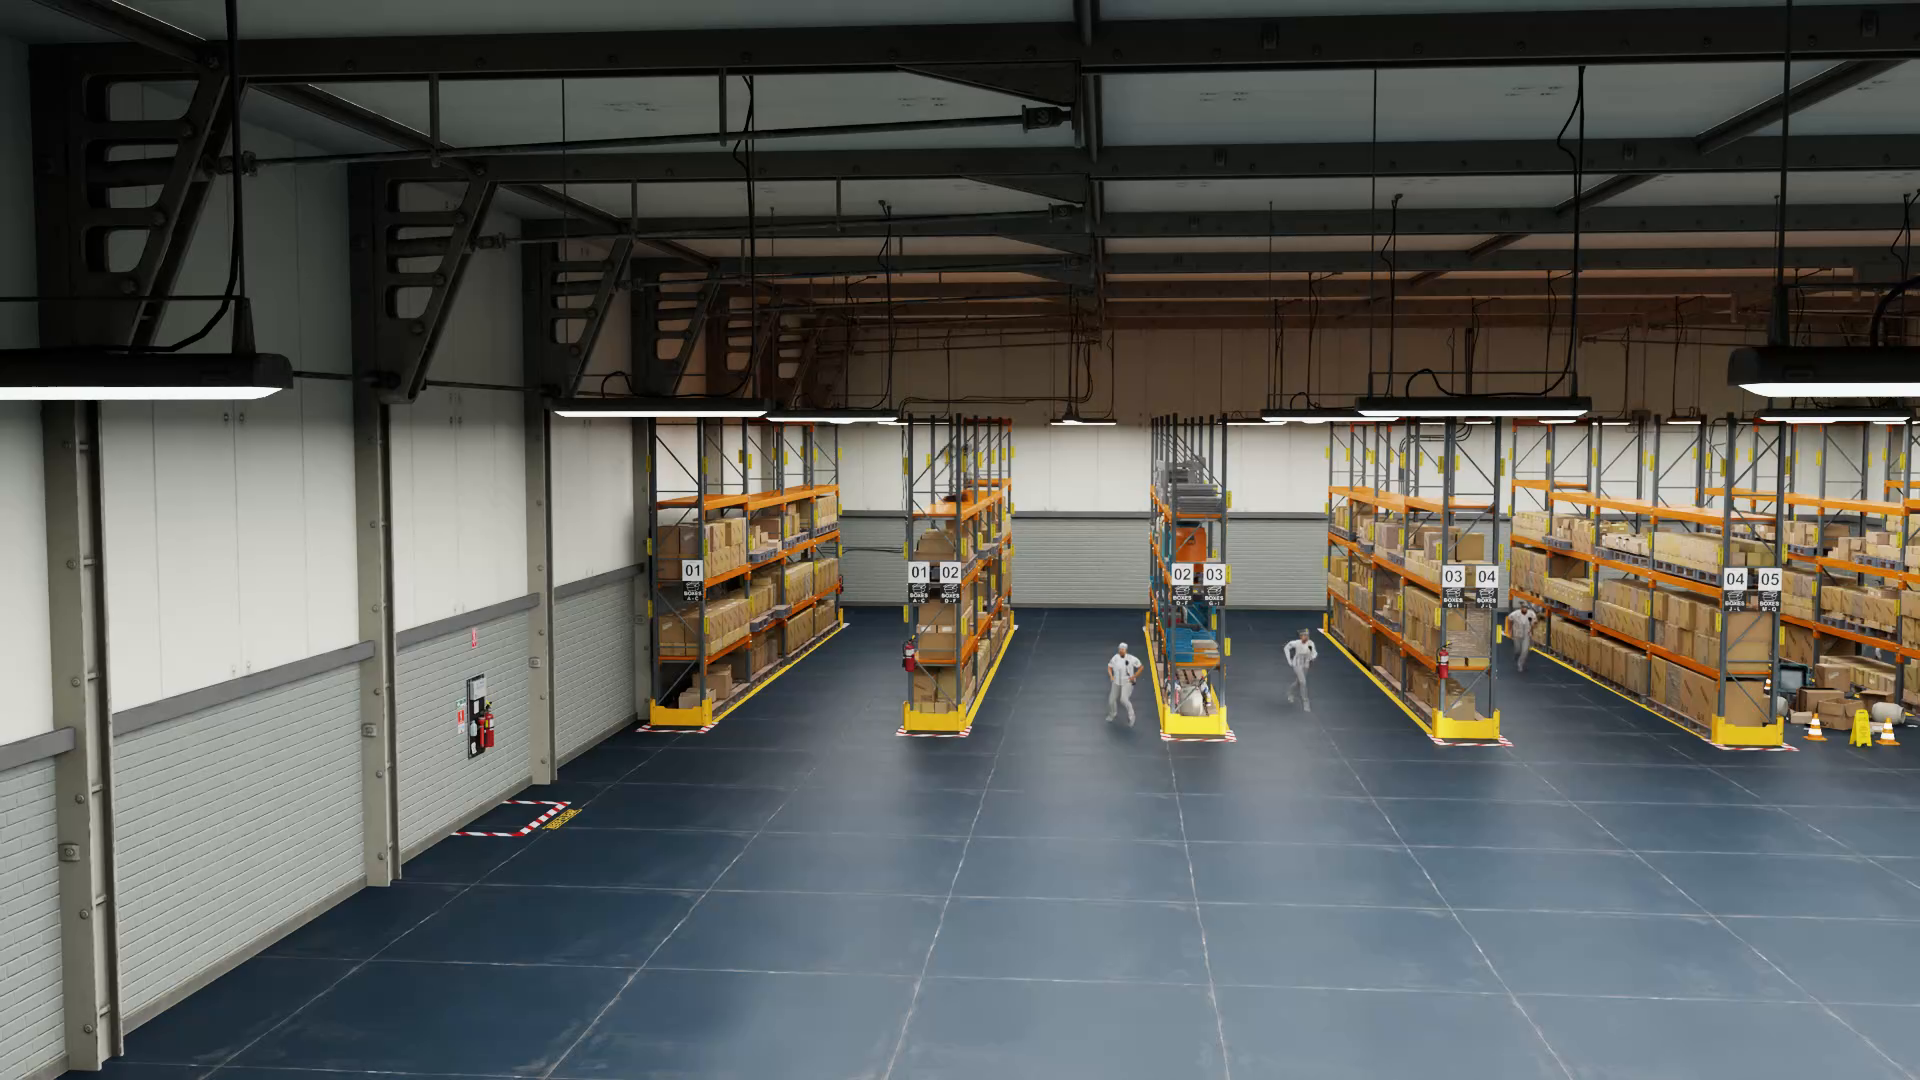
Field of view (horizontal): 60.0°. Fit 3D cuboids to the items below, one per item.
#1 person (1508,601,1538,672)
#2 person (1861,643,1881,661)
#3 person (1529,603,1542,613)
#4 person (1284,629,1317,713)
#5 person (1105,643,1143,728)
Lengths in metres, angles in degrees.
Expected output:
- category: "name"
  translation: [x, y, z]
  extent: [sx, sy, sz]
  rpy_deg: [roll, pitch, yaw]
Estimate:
- category: "person"
  translation: [13.280, 2.257, 39.291]
  extent: [0.658, 1.704, 0.768]
  rpy_deg: [0, 4, 7]
- category: "person"
  translation: [22.210, 2.150, 40.553]
  extent: [0.588, 1.732, 0.848]
  rpy_deg: [0, 4, -6]
- category: "person"
  translation: [16.697, 1.672, 47.951]
  extent: [0.651, 1.660, 0.542]
  rpy_deg: [-1, 4, -19]
- category: "person"
  translation: [6.932, 2.618, 33.938]
  extent: [0.614, 1.695, 1.004]
  rpy_deg: [-1, 4, -19]
- category: "person"
  translation: [3.121, 2.777, 32.042]
  extent: [0.788, 1.621, 0.686]
  rpy_deg: [2, 4, 27]
